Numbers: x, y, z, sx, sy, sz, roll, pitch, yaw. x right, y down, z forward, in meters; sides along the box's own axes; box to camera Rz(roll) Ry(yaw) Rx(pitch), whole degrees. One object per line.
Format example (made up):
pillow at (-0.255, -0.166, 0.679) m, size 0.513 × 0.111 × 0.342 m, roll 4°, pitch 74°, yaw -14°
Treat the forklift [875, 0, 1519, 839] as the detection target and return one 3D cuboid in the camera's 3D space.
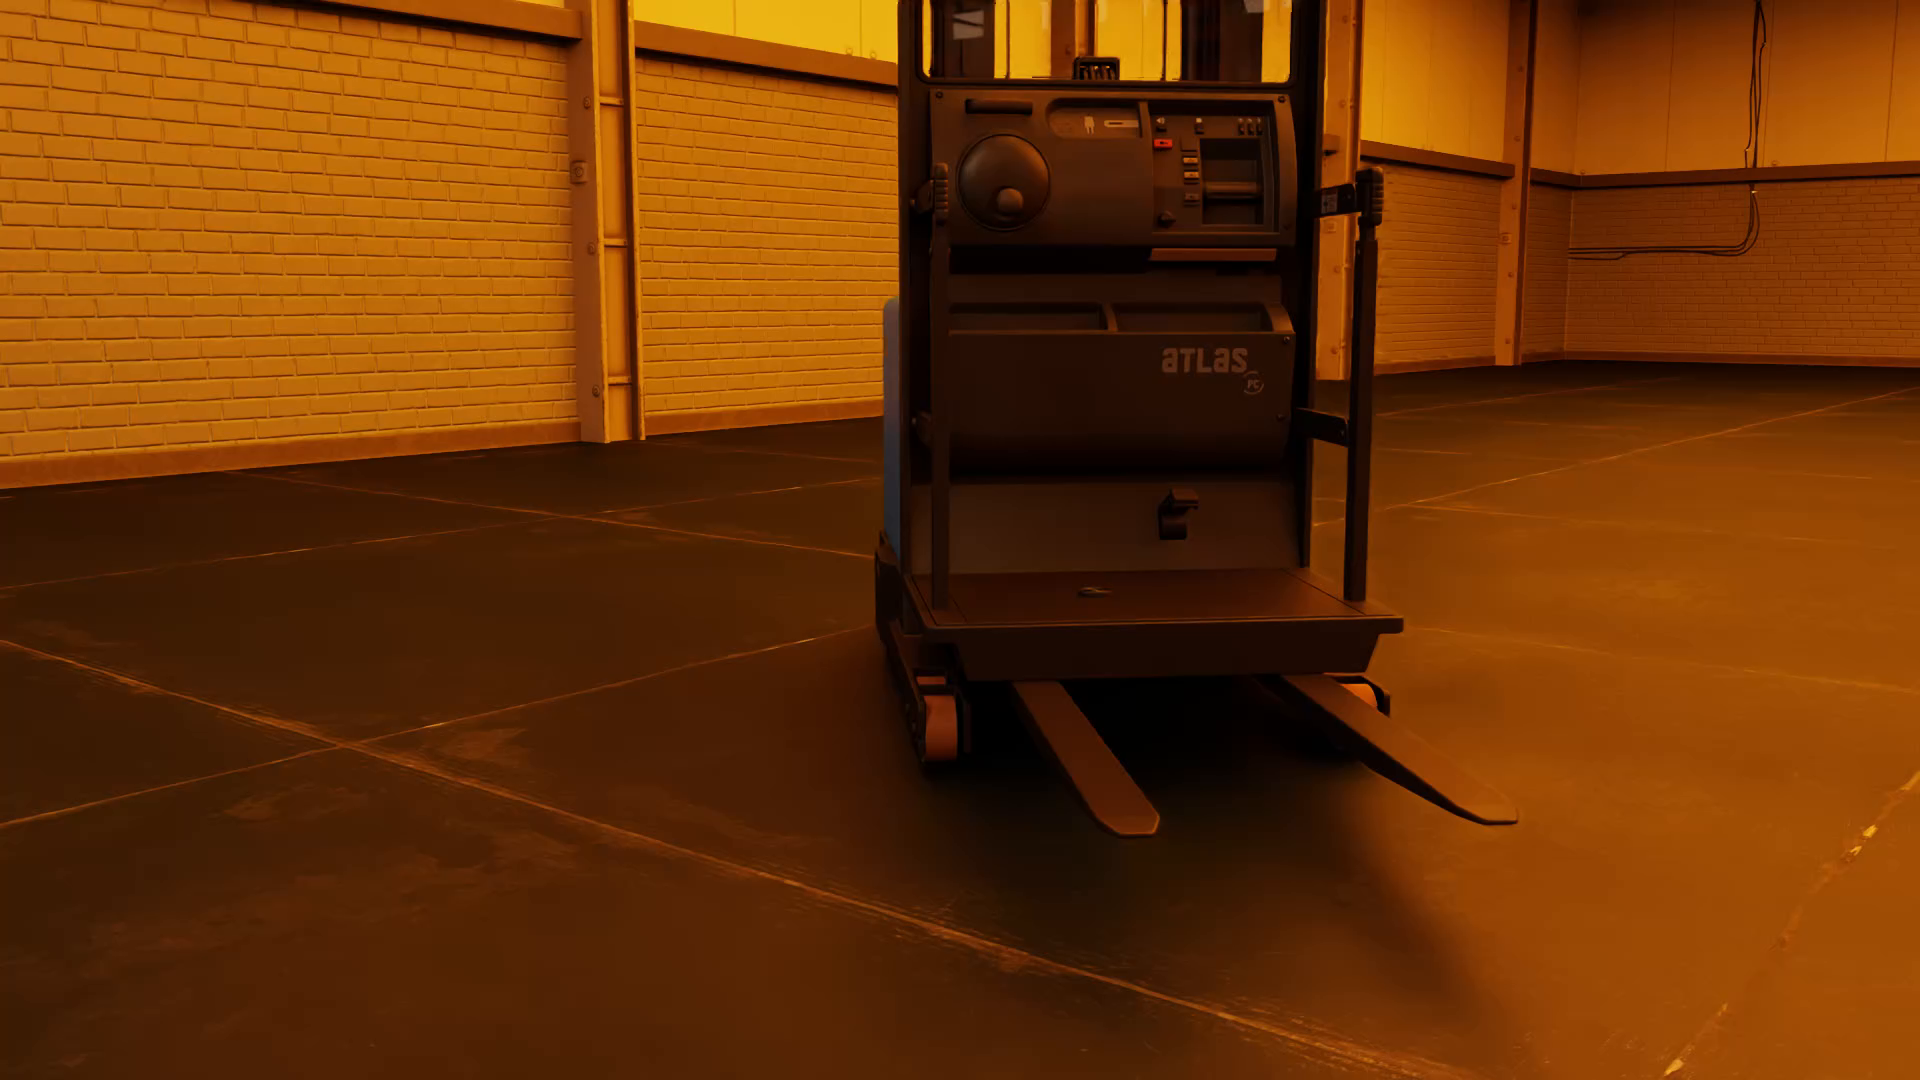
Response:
forklift at (0.415, -0.982, 3.996) m, size 1.130 × 2.935 × 3.031 m, roll -1°, pitch 8°, yaw -6°
